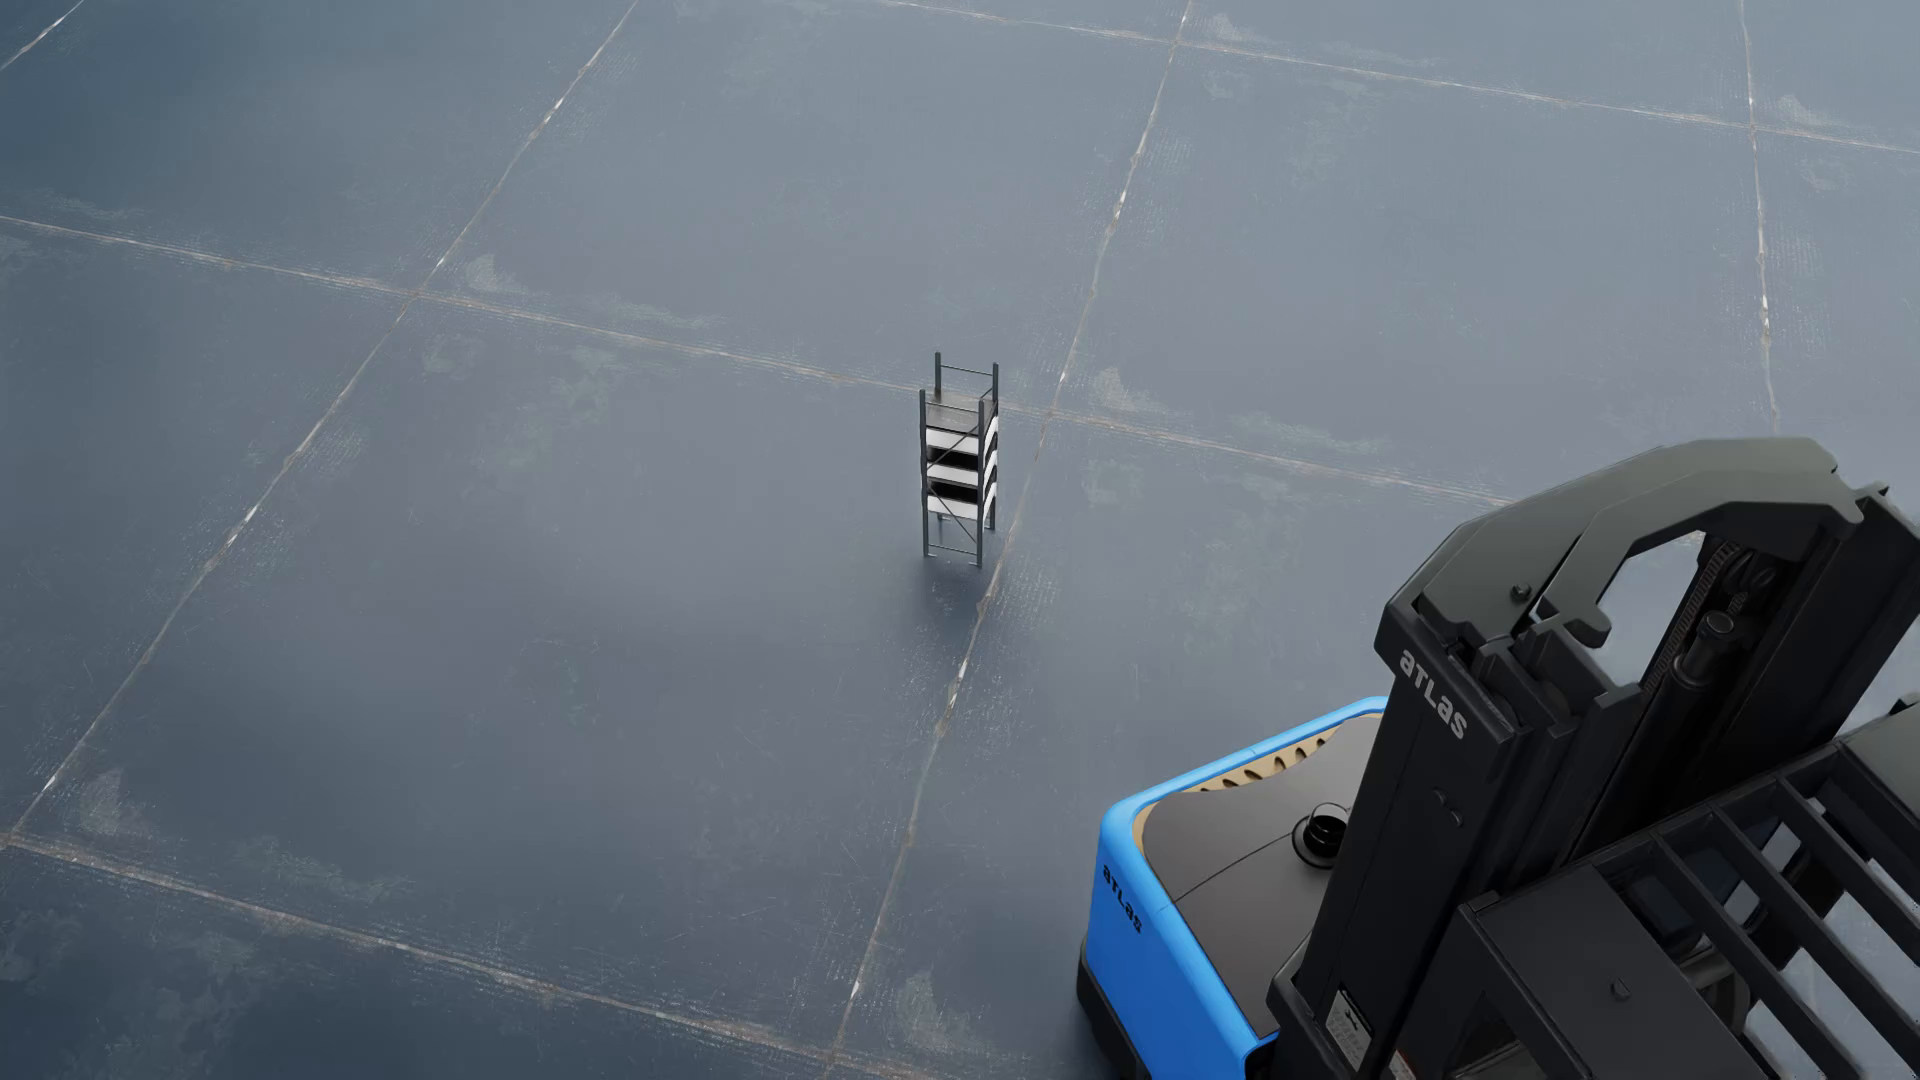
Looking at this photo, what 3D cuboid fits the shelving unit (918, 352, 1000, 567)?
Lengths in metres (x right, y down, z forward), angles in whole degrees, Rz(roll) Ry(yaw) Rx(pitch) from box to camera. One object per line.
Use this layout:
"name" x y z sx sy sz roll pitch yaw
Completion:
"shelving unit" -0.002 -0.292 6.326 0.258 0.900 0.210 12 50 10

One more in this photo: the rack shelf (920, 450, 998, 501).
"rack shelf" -0.002 -0.270 6.351 0.258 0.077 0.200 12 50 10

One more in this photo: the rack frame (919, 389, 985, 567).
"rack frame" -0.029 -0.218 6.261 0.240 0.900 0.006 12 50 10

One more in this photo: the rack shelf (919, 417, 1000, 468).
"rack shelf" -0.002 -0.389 6.216 0.258 0.077 0.200 12 50 10

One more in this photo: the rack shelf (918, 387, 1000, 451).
"rack shelf" -0.002 -0.449 6.149 0.258 0.077 0.200 12 50 10

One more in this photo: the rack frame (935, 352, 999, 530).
"rack frame" 0.025 -0.365 6.391 0.240 0.900 0.006 12 50 10

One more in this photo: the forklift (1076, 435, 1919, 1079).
"forklift" 1.459 1.330 3.540 1.130 2.935 3.031 -20 51 -17

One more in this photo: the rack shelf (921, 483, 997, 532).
"rack shelf" -0.002 -0.151 6.486 0.258 0.077 0.200 12 50 10

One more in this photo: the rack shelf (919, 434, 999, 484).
"rack shelf" -0.002 -0.329 6.284 0.258 0.077 0.200 12 50 10

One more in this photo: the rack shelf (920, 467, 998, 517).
"rack shelf" -0.002 -0.210 6.419 0.258 0.077 0.200 12 50 10
